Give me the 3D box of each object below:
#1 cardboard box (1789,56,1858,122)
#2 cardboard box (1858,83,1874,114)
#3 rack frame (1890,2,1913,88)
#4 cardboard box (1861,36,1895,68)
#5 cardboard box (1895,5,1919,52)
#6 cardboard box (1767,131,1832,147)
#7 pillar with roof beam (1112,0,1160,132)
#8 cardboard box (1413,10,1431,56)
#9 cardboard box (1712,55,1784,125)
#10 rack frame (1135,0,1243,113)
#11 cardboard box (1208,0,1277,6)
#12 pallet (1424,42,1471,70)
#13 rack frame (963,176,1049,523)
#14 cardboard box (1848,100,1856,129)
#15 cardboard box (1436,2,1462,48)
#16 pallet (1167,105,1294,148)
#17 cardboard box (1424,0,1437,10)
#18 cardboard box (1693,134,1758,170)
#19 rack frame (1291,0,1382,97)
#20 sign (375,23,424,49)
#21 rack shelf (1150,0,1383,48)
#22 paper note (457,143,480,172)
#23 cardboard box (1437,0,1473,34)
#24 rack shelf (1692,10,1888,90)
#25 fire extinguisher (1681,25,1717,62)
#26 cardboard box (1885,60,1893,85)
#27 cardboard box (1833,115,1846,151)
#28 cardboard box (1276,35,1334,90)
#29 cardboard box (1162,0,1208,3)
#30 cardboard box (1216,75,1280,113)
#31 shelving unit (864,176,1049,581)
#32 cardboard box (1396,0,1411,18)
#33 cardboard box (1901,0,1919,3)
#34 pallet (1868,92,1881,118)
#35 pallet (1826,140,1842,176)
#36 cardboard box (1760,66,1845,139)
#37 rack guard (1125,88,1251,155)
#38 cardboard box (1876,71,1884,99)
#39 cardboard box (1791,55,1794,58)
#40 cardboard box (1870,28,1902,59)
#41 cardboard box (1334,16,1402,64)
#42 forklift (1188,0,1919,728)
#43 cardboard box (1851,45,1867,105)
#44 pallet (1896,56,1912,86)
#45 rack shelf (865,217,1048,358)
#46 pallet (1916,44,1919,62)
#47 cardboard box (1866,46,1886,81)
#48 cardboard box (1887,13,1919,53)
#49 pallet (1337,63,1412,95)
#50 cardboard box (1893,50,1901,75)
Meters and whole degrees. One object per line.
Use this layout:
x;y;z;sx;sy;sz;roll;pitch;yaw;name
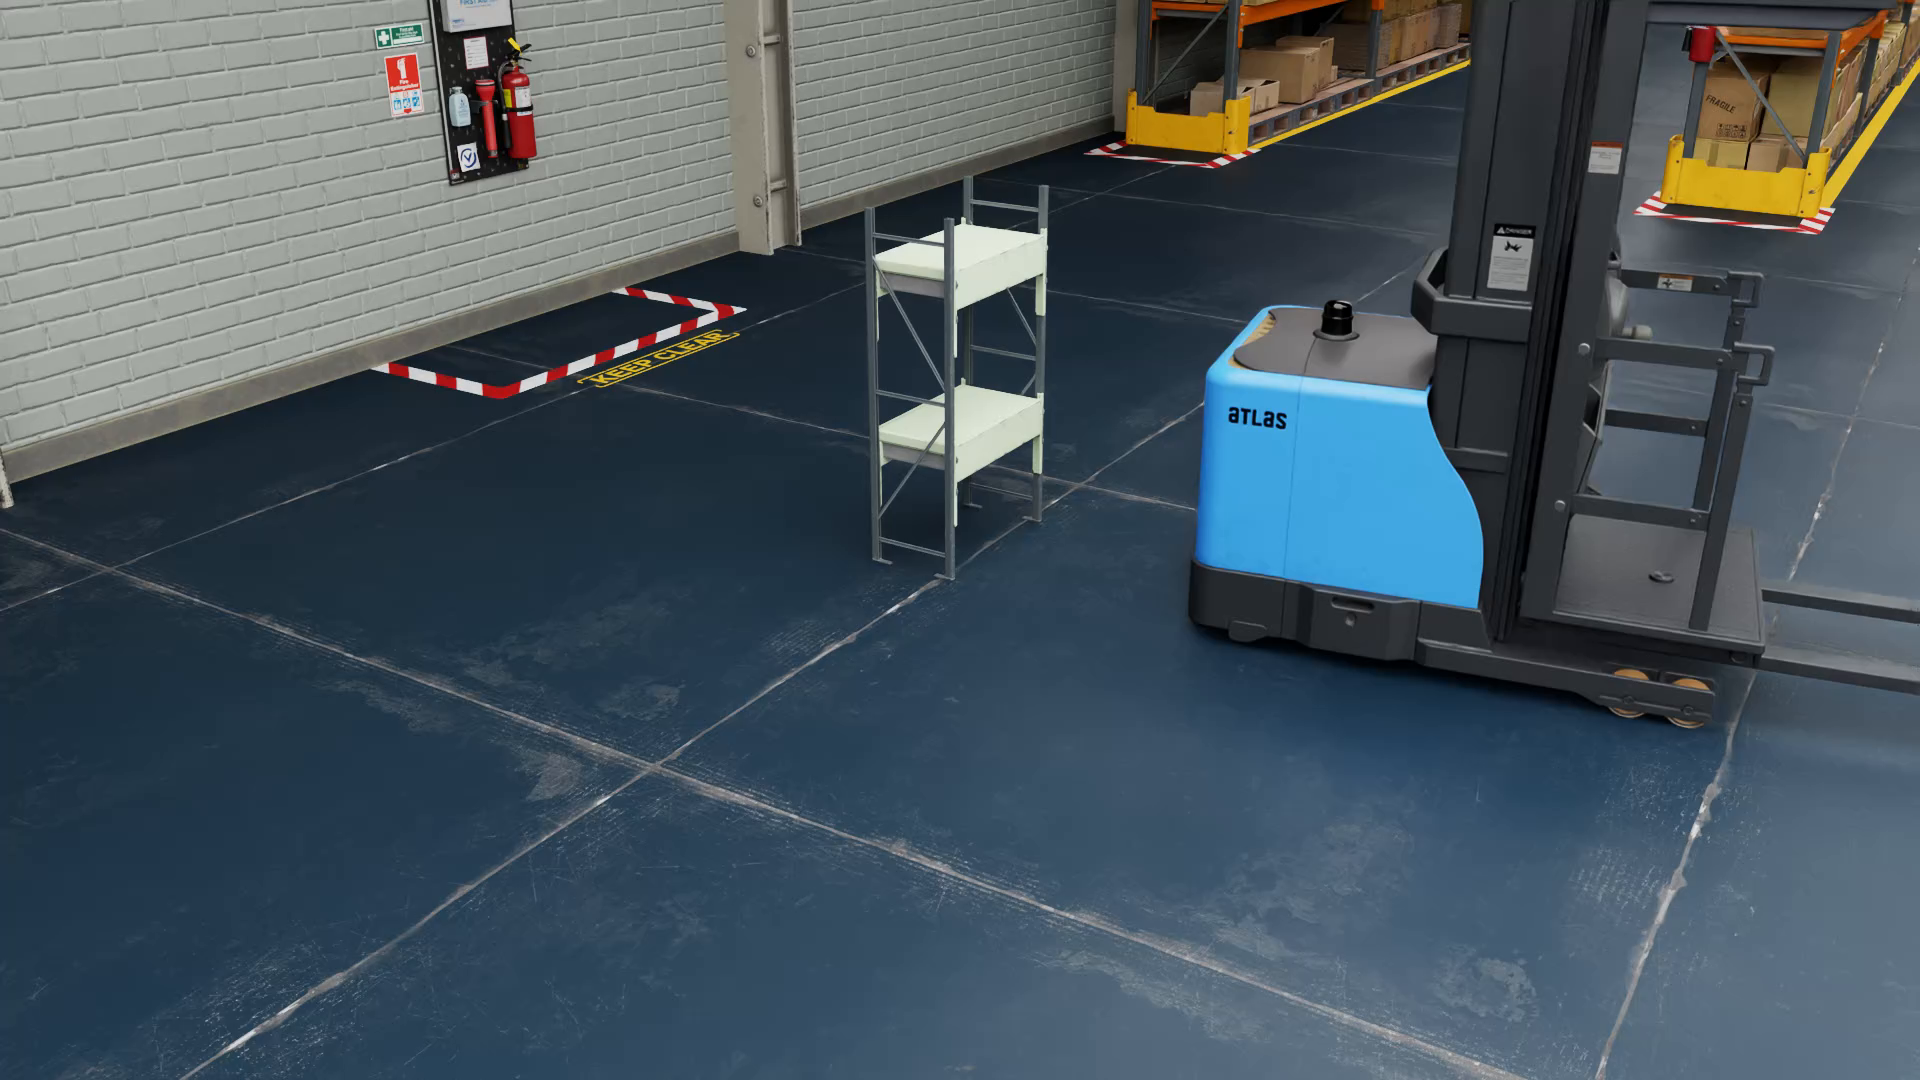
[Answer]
7.604;-4.015;14.736;0.500;0.500;0.500;14;27;29;cardboard box
8.872;-4.465;16.720;0.500;0.250;0.500;13;27;28;cardboard box
10.559;-6.800;19.181;1.000;3.000;0.127;14;27;29;rack frame
9.689;-5.244;17.815;0.500;0.311;0.500;15;27;30;cardboard box
11.853;-6.471;21.016;0.500;0.500;0.500;13;27;27;cardboard box
7.072;-3.334;14.109;0.500;0.250;0.500;14;27;29;cardboard box
5.420;-7.405;13.028;9.100;9.000;0.400;14;27;29;pillar with roof beam
5.405;-6.314;20.652;0.700;0.500;0.500;14;27;29;cardboard box
6.884;-3.958;14.607;0.500;0.500;0.500;14;27;29;cardboard box
2.129;-5.136;15.339;1.000;3.000;0.127;14;27;29;rack frame
2.656;-5.175;15.592;0.500;0.250;0.500;13;27;27;cardboard box
5.935;-6.293;21.522;1.003;0.211;1.213;14;27;29;pallet
0.190;-0.810;7.232;0.400;1.500;0.023;14;27;29;rack frame
8.118;-4.011;15.673;0.500;0.250;0.500;14;27;29;cardboard box
6.013;-6.637;21.399;0.700;0.500;0.500;14;27;30;cardboard box
2.627;-4.149;16.569;1.003;0.211;1.213;14;27;29;pallet
5.659;-6.802;20.836;0.500;0.250;0.500;14;27;30;cardboard box
6.371;-3.273;13.968;0.500;0.250;0.500;14;27;29;cardboard box
4.239;-6.486;18.458;1.000;3.000;0.127;14;27;29;rack frame
-3.107;-2.797;9.223;0.001;0.109;0.331;14;27;29;sign
3.184;-5.481;17.041;1.077;0.370;4.000;14;27;29;rack shelf
-2.890;-2.253;9.788;0.016;0.148;0.142;14;27;29;paper note
6.848;-7.263;22.430;0.750;0.750;0.750;13;27;28;cardboard box
7.394;-4.444;14.646;1.077;0.370;4.000;14;27;29;rack shelf
5.882;-4.121;13.092;0.296;0.674;0.183;14;27;29;fire extinguisher
9.952;-5.158;18.321;0.500;0.250;0.500;15;27;30;cardboard box
7.604;-3.671;14.886;0.500;0.250;0.500;14;27;29;cardboard box
3.725;-5.182;18.038;0.500;0.500;0.500;12;26;25;cardboard box
2.211;-5.275;15.823;0.500;0.250;0.500;14;27;30;cardboard box
2.871;-4.511;16.726;0.500;0.311;0.500;16;28;33;cardboard box
-0.004;-0.686;6.947;0.431;1.500;0.755;14;27;29;shelving unit
5.113;-6.463;20.052;0.500;0.250;0.500;13;27;27;cardboard box
12.384;-6.813;21.804;0.500;0.500;0.500;14;27;29;cardboard box
9.447;-4.840;18.165;1.003;0.211;1.213;14;27;29;pallet
7.351;-3.497;15.062;1.003;0.211;1.213;14;27;29;pallet
7.073;-3.678;13.959;0.500;0.500;0.500;14;27;29;cardboard box
2.169;-4.015;15.895;1.175;0.500;0.348;14;27;29;rack guard
9.414;-4.812;17.523;0.500;0.250;0.500;13;27;27;cardboard box
7.411;-4.296;15.387;0.500;0.500;0.500;14;27;29;cardboard box
10.223;-5.583;18.597;0.500;0.311;0.500;13;27;28;cardboard box
4.843;-5.978;19.876;0.700;0.500;0.500;13;27;28;cardboard box
2.446;-0.935;5.719;3.031;2.935;1.130;9;25;20;forklift
8.116;-4.356;15.525;0.500;0.500;0.500;14;27;29;cardboard box
10.985;-5.764;20.299;1.003;0.211;1.213;14;27;29;pallet
-0.003;-1.044;6.792;0.431;0.370;0.720;14;27;29;rack shelf
12.272;-6.587;22.201;1.003;0.211;1.213;14;27;29;pallet
9.147;-4.893;17.003;0.500;0.311;0.500;14;27;28;cardboard box
11.313;-6.126;20.218;0.500;0.500;0.500;13;27;27;cardboard box
4.648;-5.470;19.619;1.003;0.211;1.213;14;27;29;pallet
10.489;-5.502;19.116;0.500;0.250;0.500;15;27;30;cardboard box
